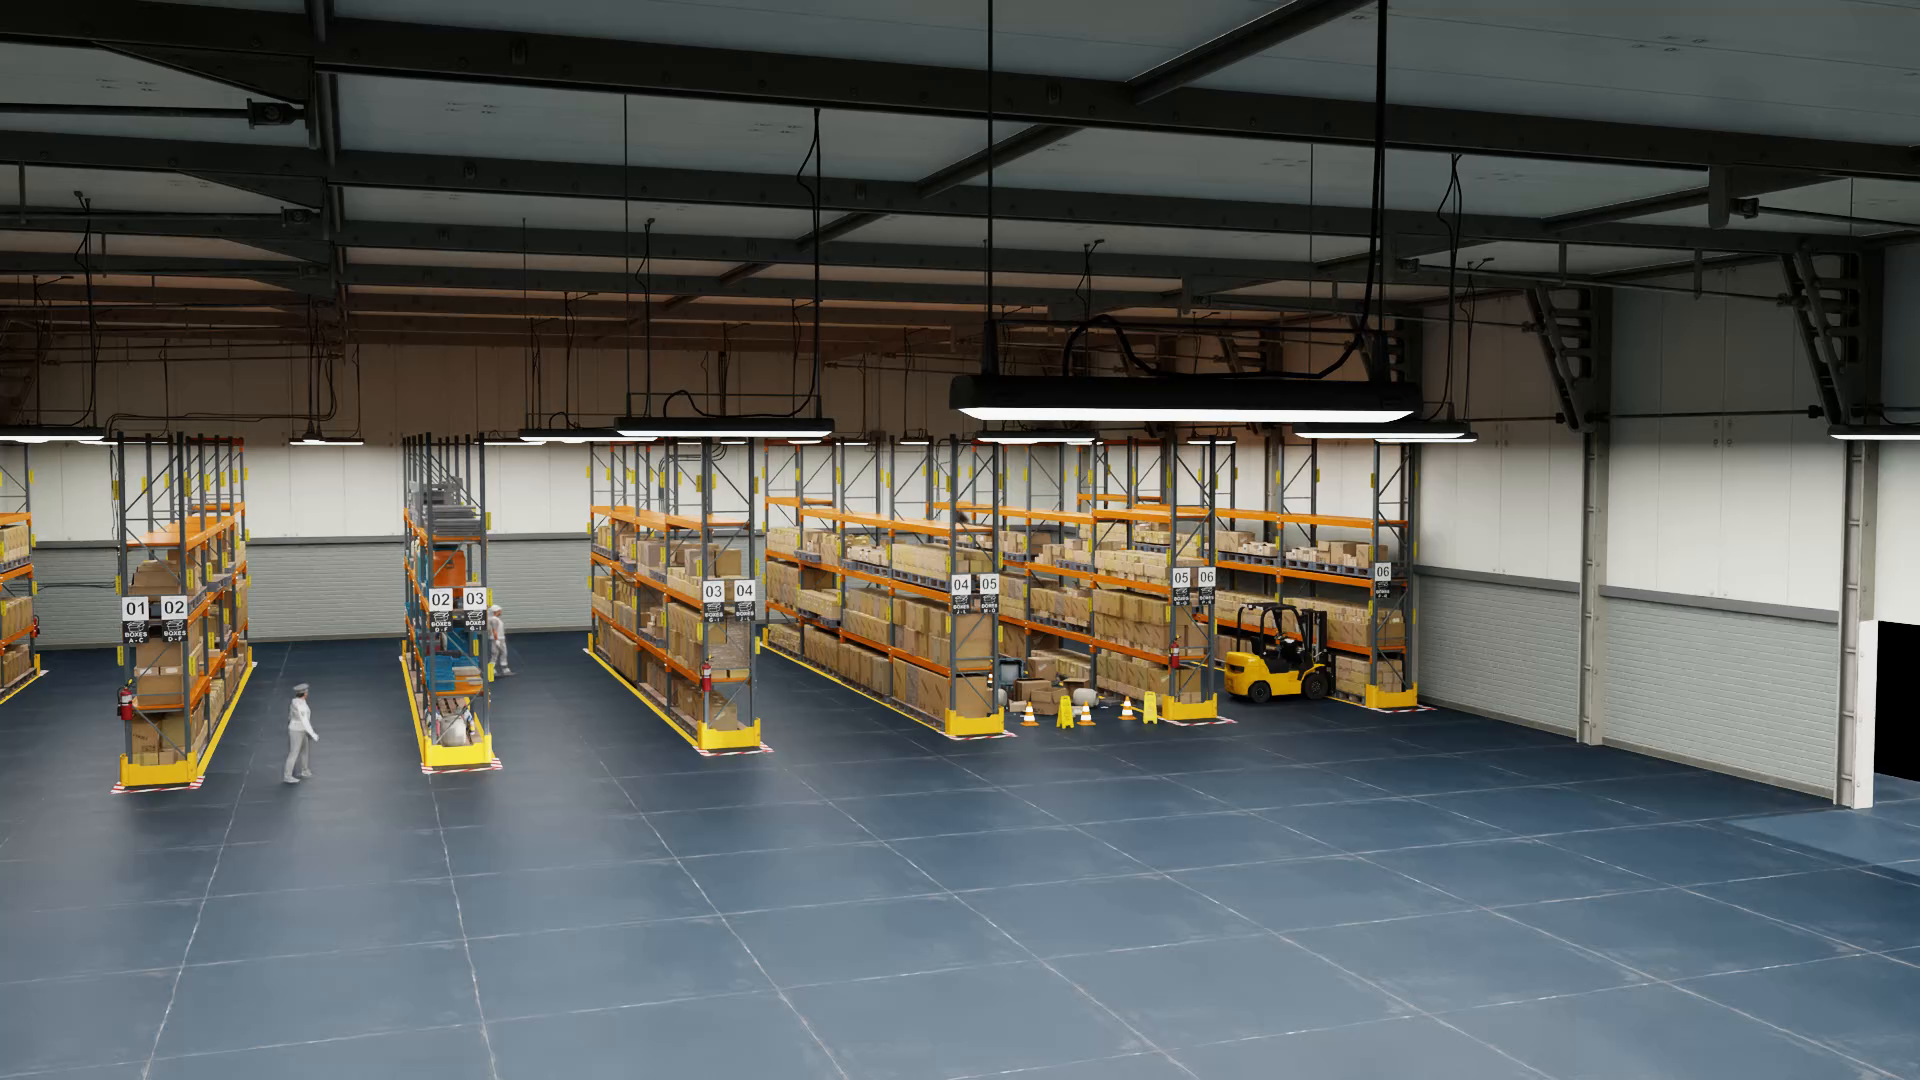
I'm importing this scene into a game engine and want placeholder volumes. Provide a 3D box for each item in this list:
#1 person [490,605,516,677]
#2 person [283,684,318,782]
[{"bbox_3d":[-11.485,2.525,41.663,0.593,1.787,0.597,1,3,10],"label":"person"},{"bbox_3d":[-11.359,3.321,28.620,0.571,1.699,0.601,-1,3,-23],"label":"person"}]
